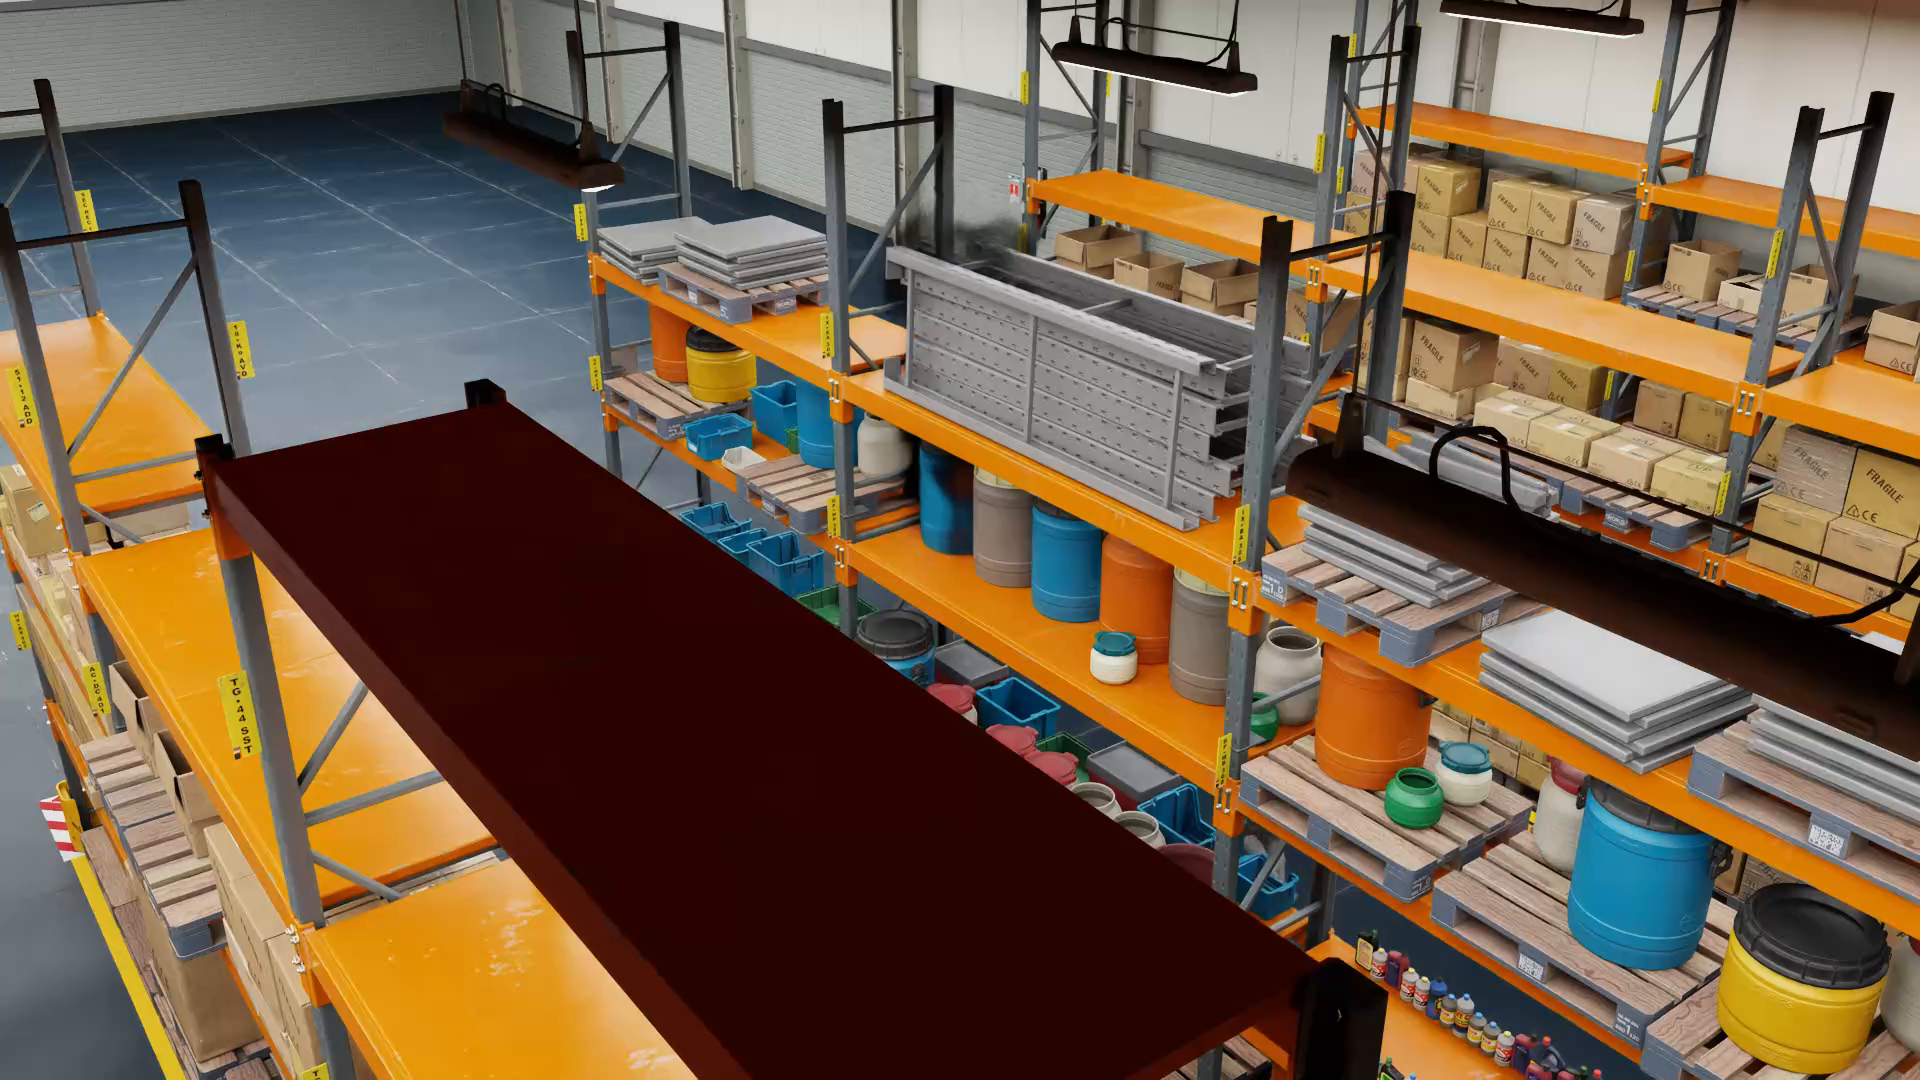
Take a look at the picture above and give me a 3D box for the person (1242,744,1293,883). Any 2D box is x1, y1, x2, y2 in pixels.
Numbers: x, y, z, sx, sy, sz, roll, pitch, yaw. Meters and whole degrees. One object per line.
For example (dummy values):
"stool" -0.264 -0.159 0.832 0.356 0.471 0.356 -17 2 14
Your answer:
"person" 2.266 1.888 12.198 0.674 1.754 0.538 -16 29 -30
